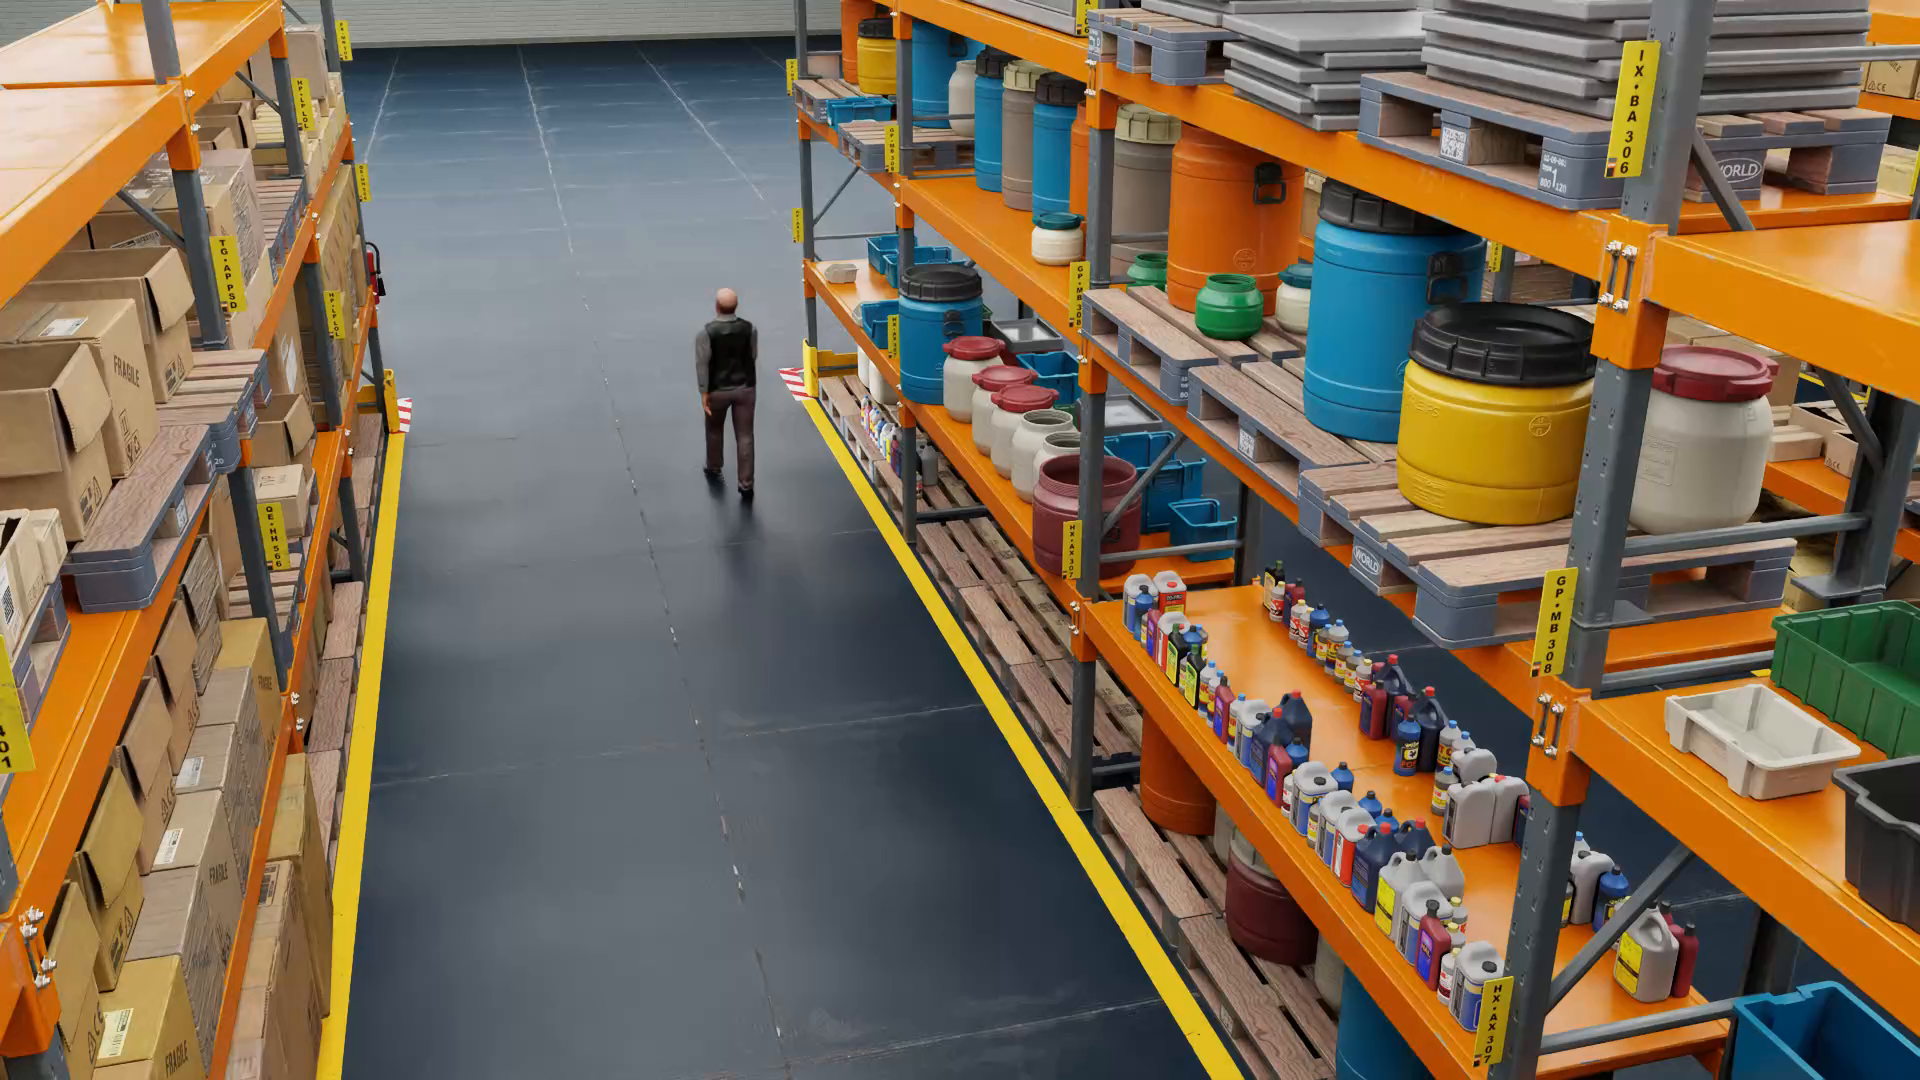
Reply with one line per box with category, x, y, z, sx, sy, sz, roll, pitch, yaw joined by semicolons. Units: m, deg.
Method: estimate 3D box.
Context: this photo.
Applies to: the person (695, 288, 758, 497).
person;-1.912;-1.251;13.662;0.531;1.699;0.933;-6;24;-14
